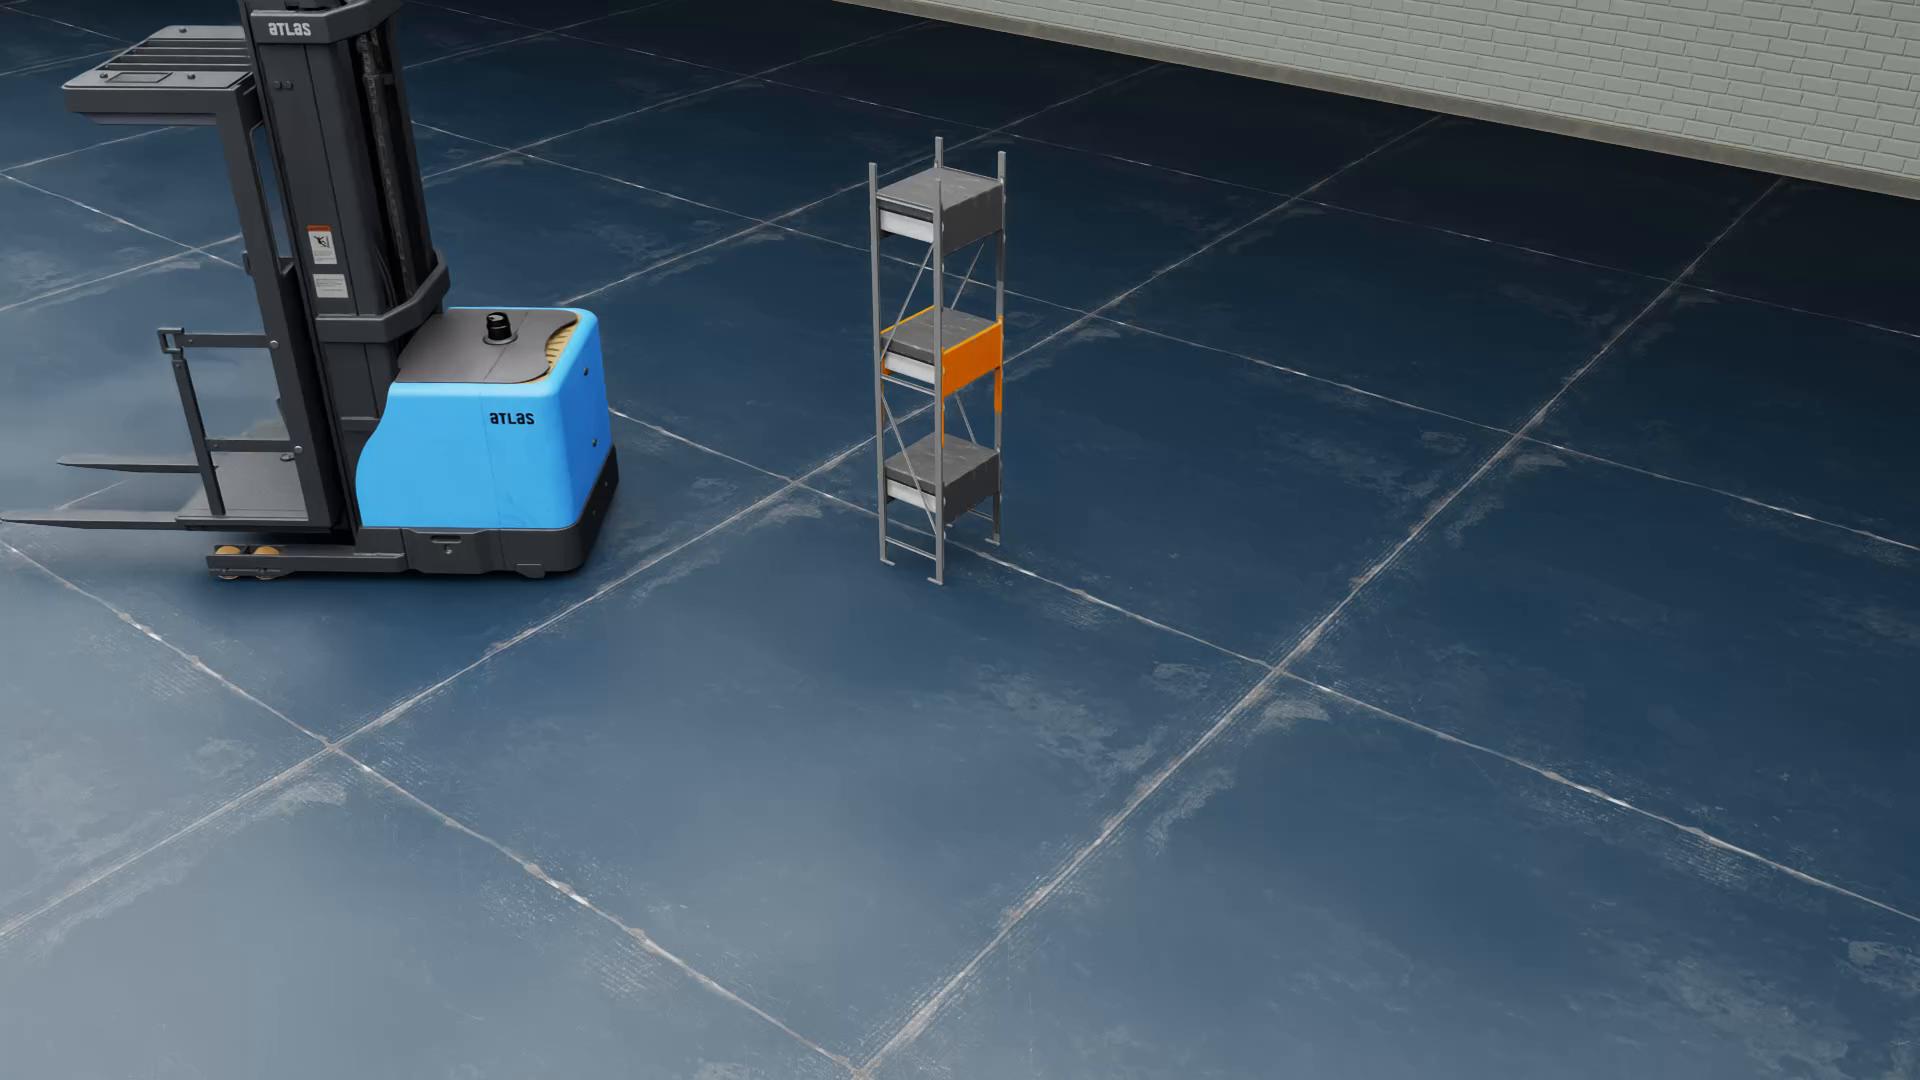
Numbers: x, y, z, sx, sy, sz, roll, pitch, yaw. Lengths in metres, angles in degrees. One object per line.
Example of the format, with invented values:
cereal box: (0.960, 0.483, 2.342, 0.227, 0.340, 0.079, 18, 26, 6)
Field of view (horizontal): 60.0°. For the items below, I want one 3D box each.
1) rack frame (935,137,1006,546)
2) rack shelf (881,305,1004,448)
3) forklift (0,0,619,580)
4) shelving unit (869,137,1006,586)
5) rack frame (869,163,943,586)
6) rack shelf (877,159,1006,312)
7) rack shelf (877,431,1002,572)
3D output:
rack frame: (0.047, -0.935, 8.269, 0.400, 2.100, 0.015, 21, 37, 31)
rack shelf: (-0.100, -0.824, 8.108, 0.431, 0.518, 0.480, 21, 37, 31)
forklift: (-3.403, -1.328, 8.116, 3.031, 2.935, 1.130, 1, 31, 1)
shelving unit: (-0.100, -0.836, 8.101, 0.431, 2.100, 0.503, 21, 37, 31)
rack frame: (-0.247, -0.737, 7.934, 0.400, 2.100, 0.015, 21, 37, 31)
rack shelf: (-0.100, -1.426, 7.751, 0.431, 0.518, 0.480, 21, 37, 31)
rack shelf: (-0.100, -0.222, 8.465, 0.431, 0.518, 0.480, 21, 37, 31)
